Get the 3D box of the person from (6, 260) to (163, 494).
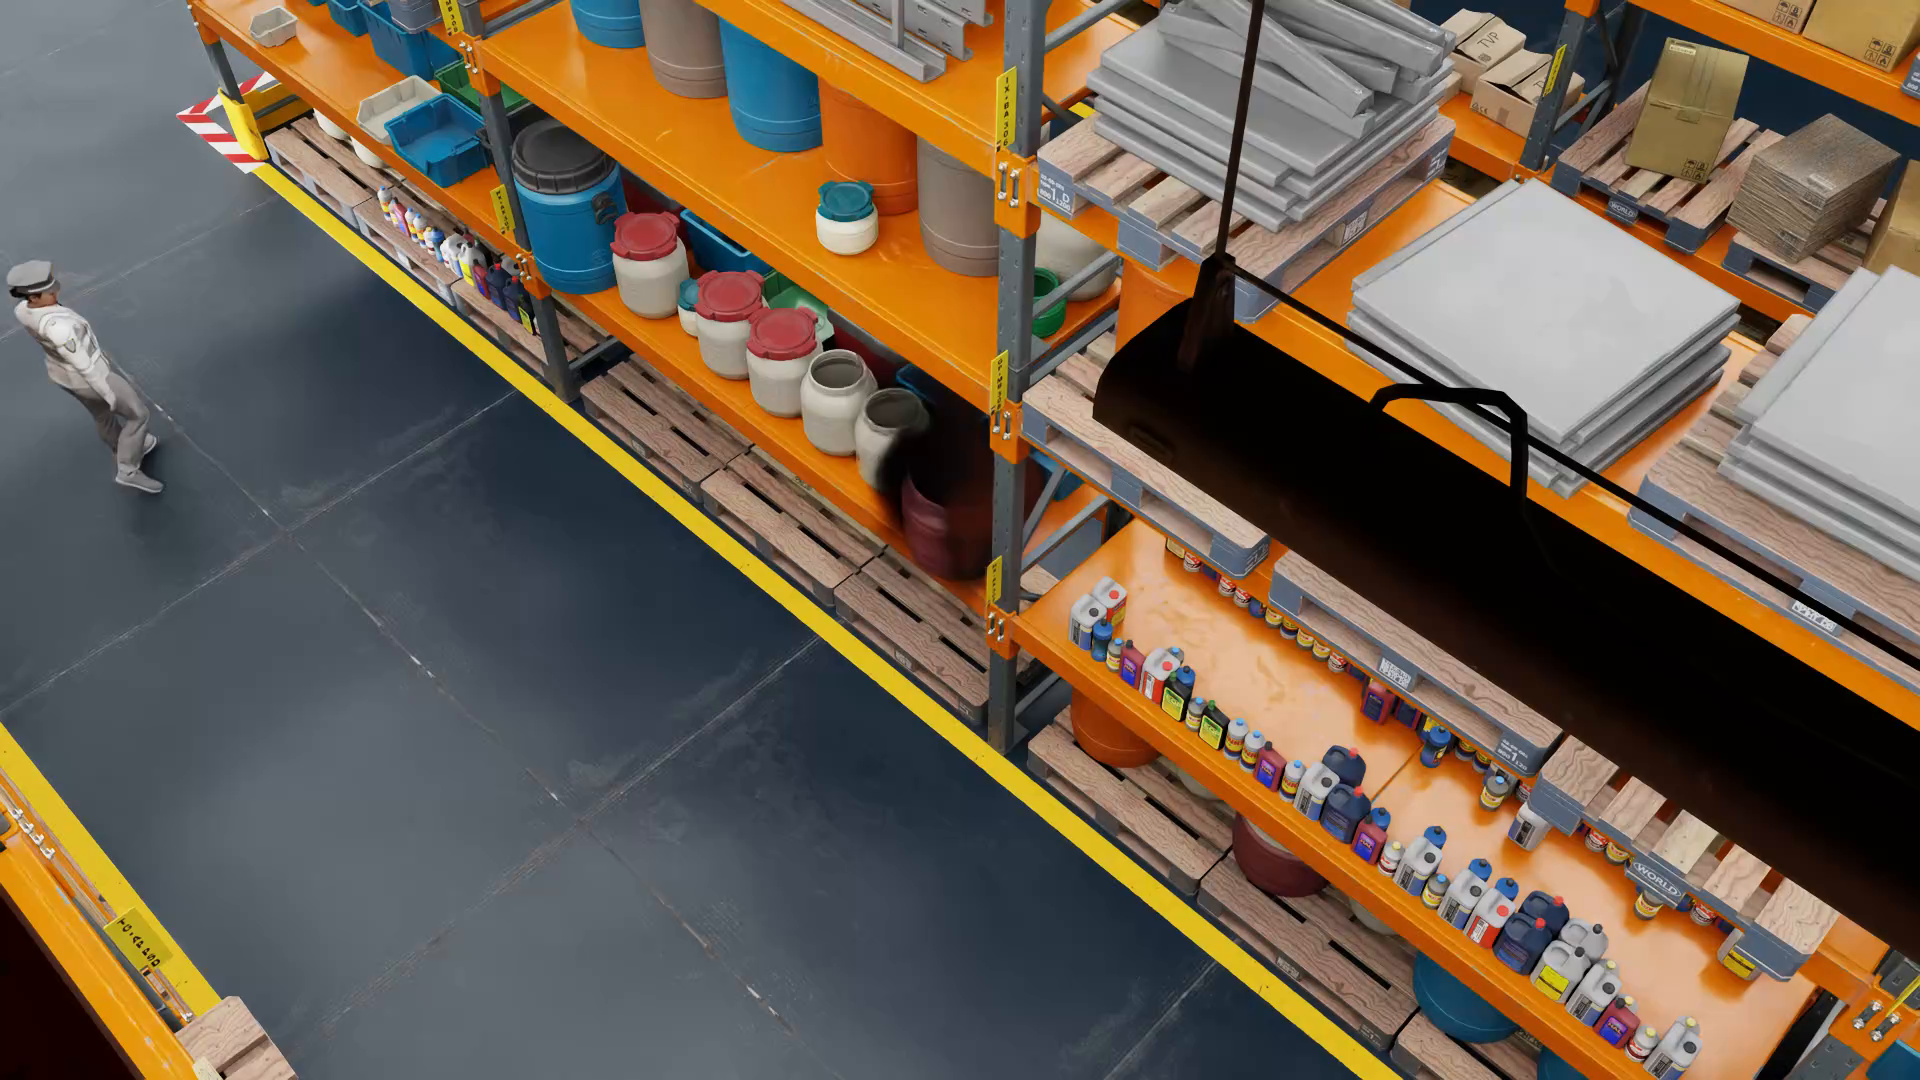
[{"bbox_3d":[-5.324,-0.997,10.158,0.550,1.697,0.463,24,54,19],"label":"person"}]
